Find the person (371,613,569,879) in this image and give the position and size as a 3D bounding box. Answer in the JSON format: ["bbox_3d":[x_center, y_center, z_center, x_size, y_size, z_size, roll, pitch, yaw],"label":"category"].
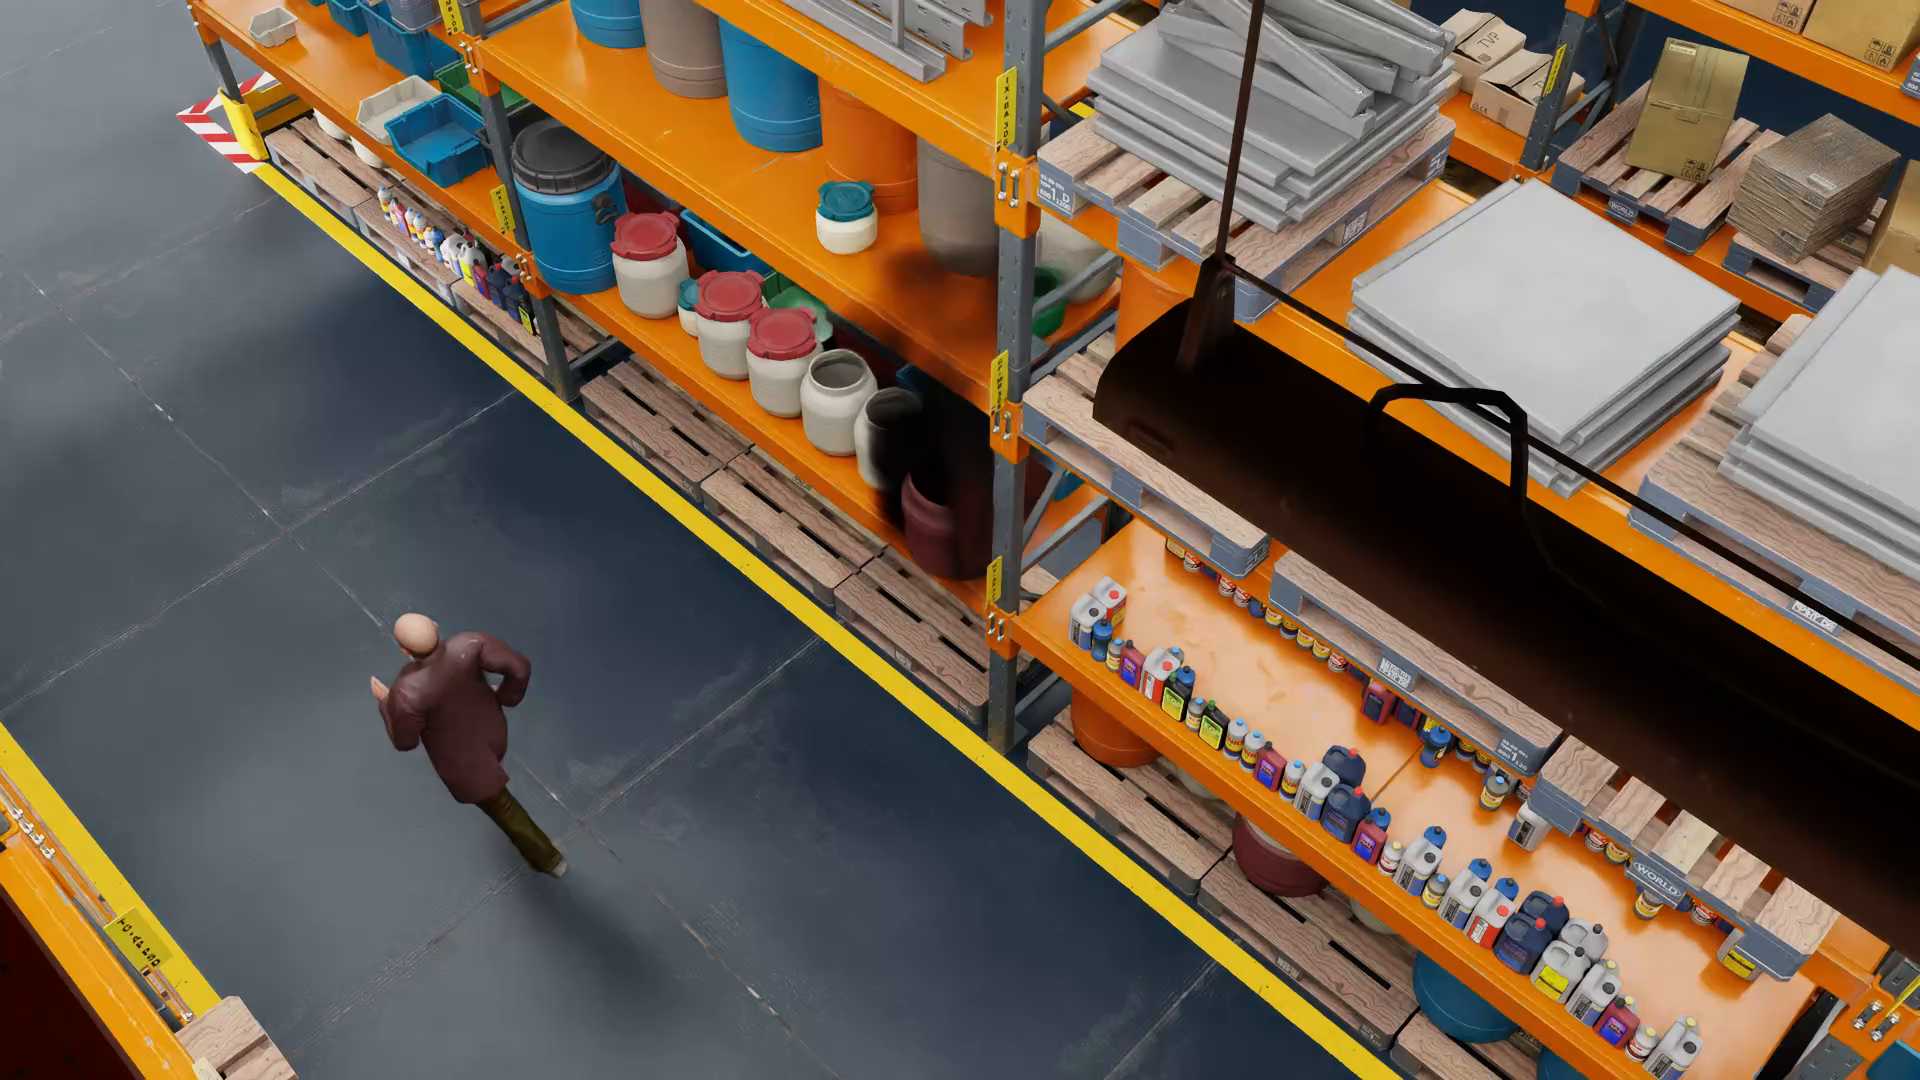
[{"bbox_3d":[-2.357,0.982,8.029,0.962,1.819,0.649,26,55,20],"label":"person"}]
